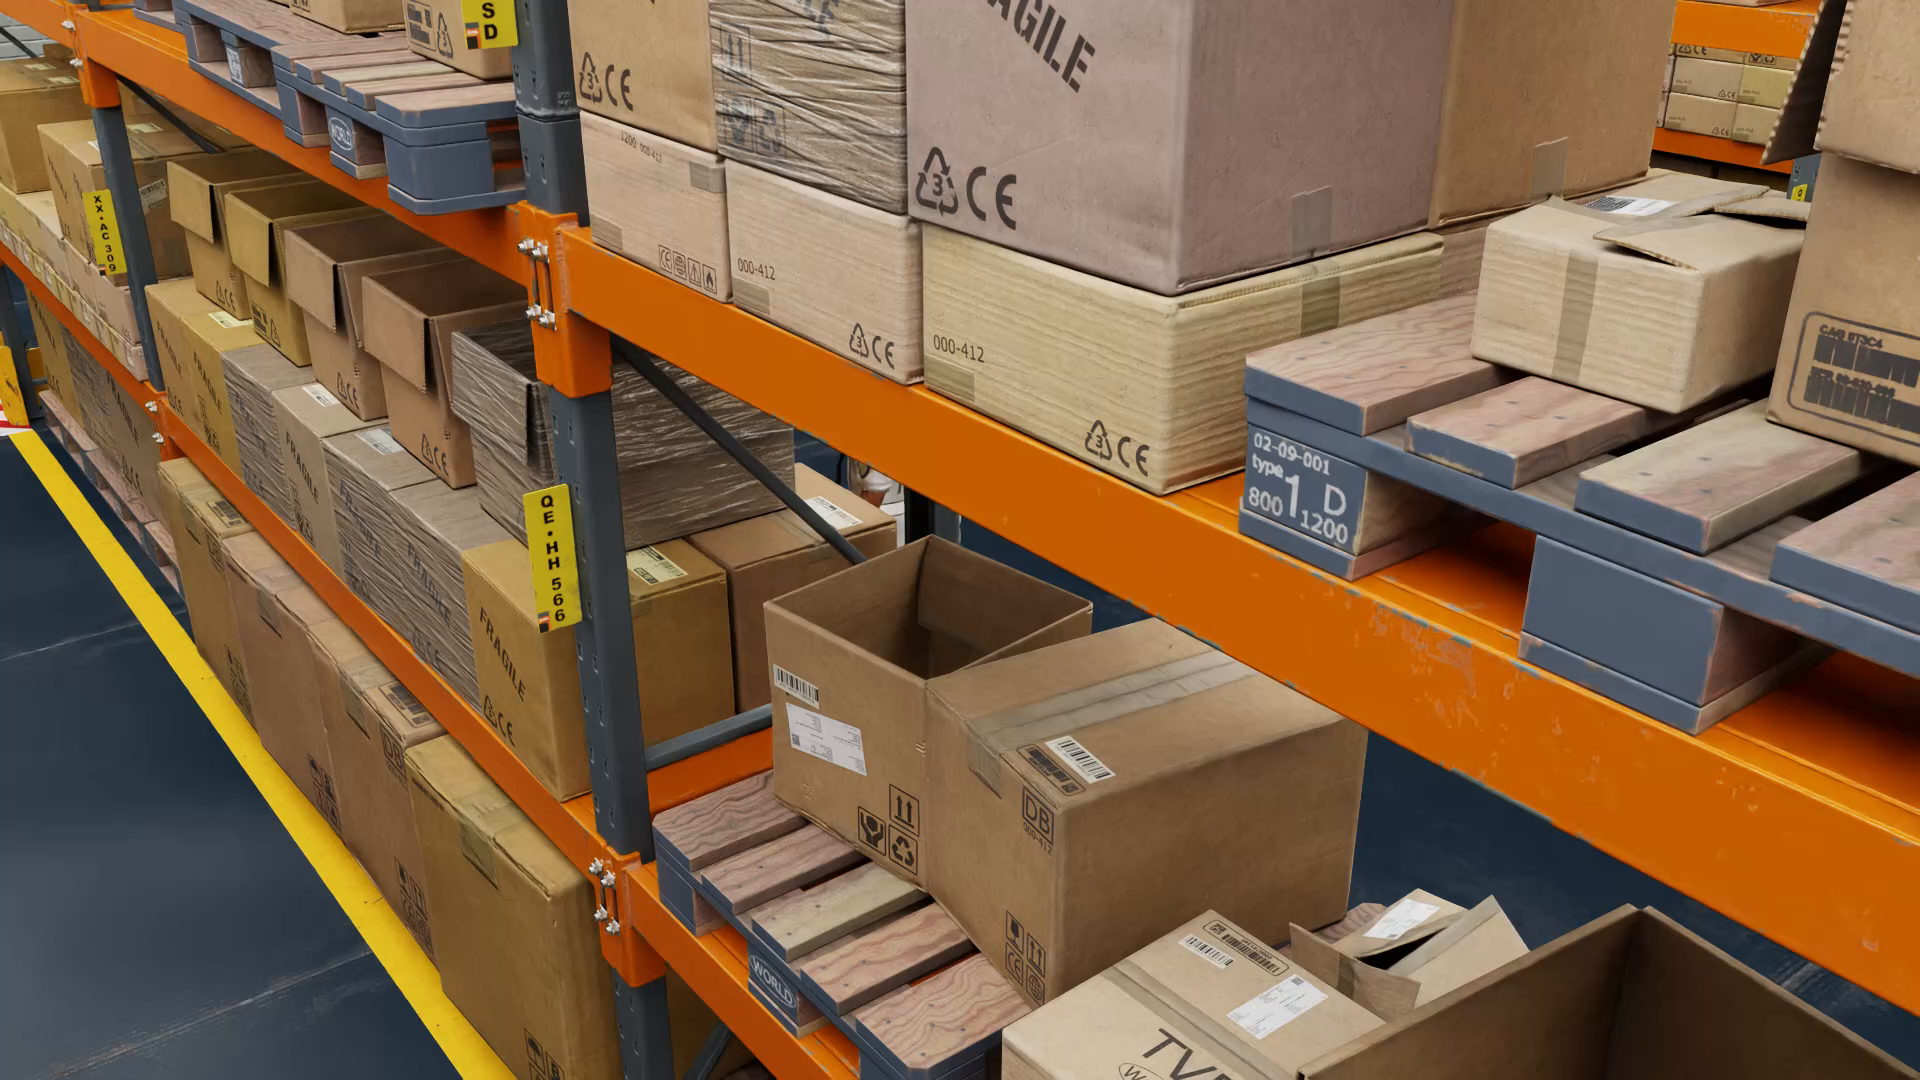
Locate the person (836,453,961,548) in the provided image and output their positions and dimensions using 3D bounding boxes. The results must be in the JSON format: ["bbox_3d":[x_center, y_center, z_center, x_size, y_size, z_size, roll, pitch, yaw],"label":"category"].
[{"bbox_3d":[-0.216,0.003,6.552,0.391,1.669,0.533,21,32,38],"label":"person"}]
